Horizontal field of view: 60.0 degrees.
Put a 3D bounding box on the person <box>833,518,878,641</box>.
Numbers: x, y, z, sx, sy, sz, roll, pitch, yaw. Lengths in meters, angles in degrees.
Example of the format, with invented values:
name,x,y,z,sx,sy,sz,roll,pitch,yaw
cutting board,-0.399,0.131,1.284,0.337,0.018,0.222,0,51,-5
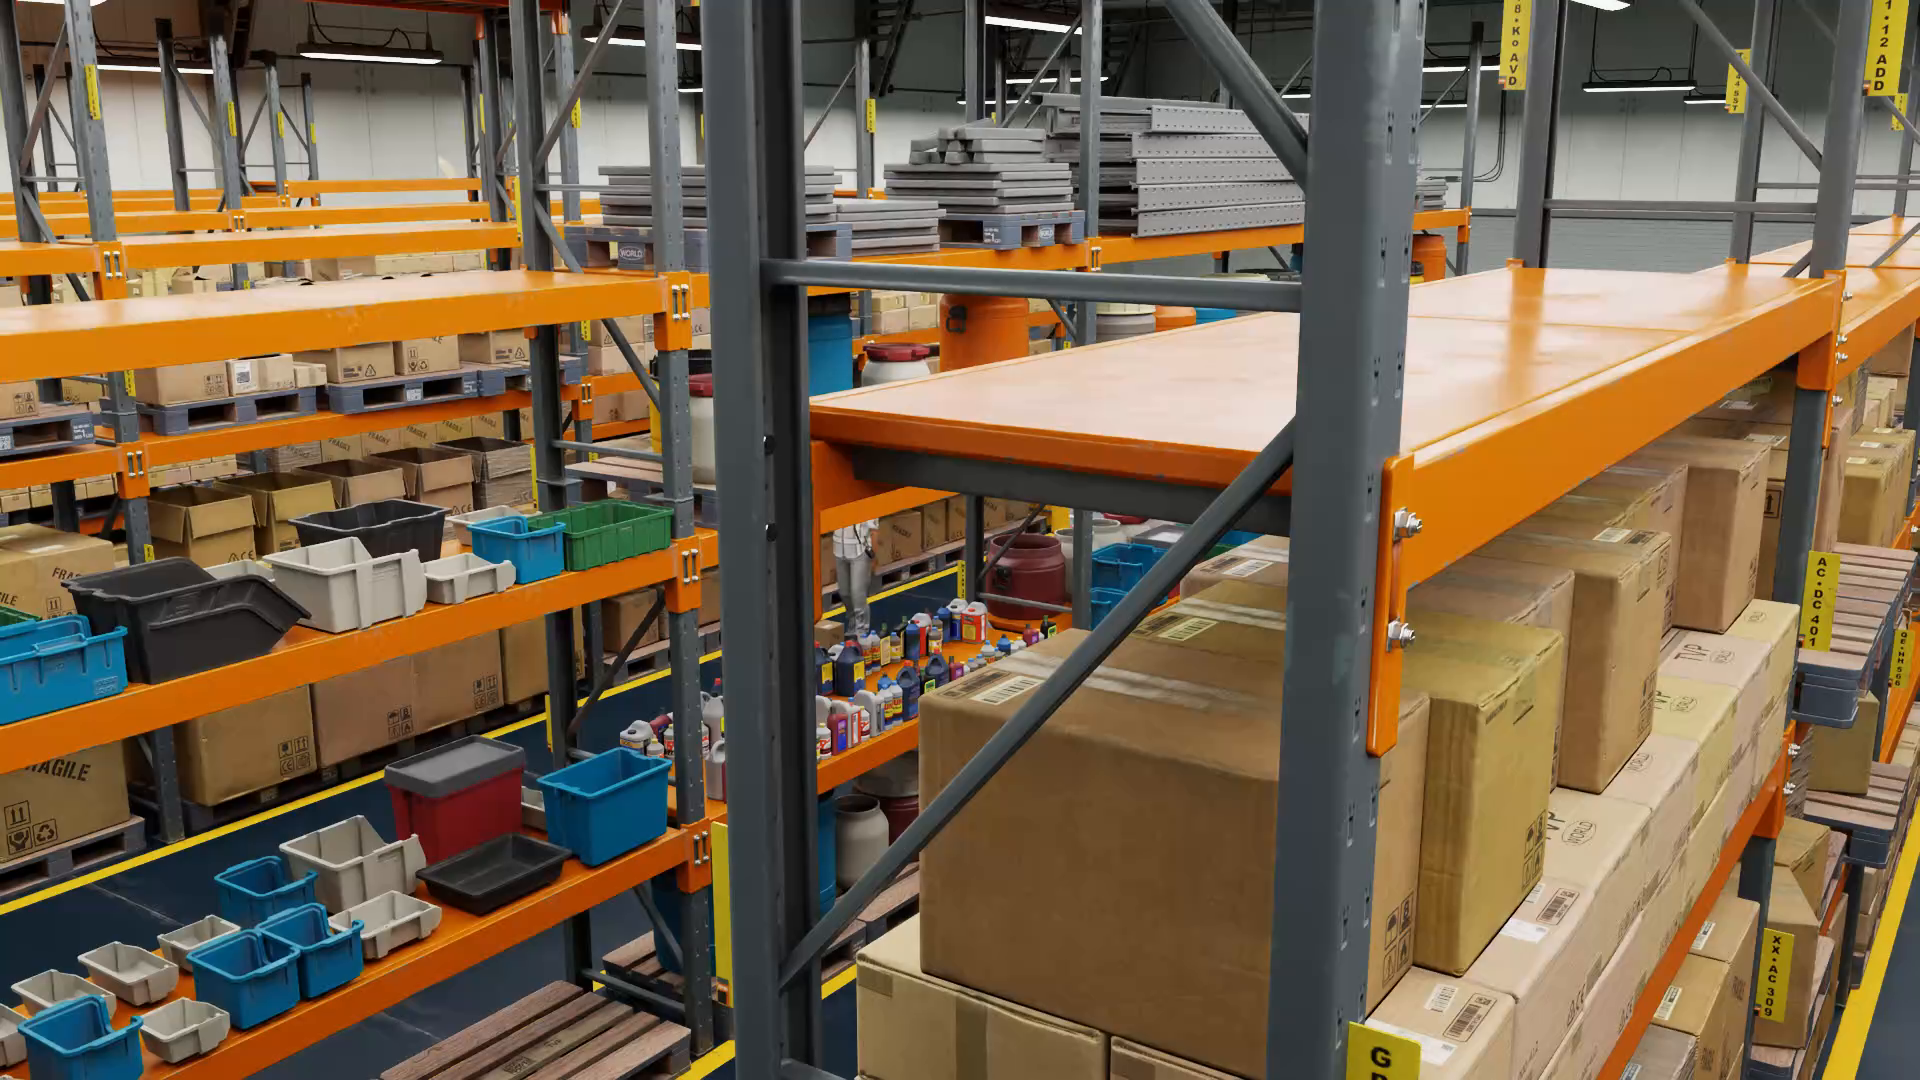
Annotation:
name,x,y,z,sx,sy,sz,roll,pitch,yaw
person,-1.031,0.192,16.274,0.477,1.698,0.534,9,16,34
